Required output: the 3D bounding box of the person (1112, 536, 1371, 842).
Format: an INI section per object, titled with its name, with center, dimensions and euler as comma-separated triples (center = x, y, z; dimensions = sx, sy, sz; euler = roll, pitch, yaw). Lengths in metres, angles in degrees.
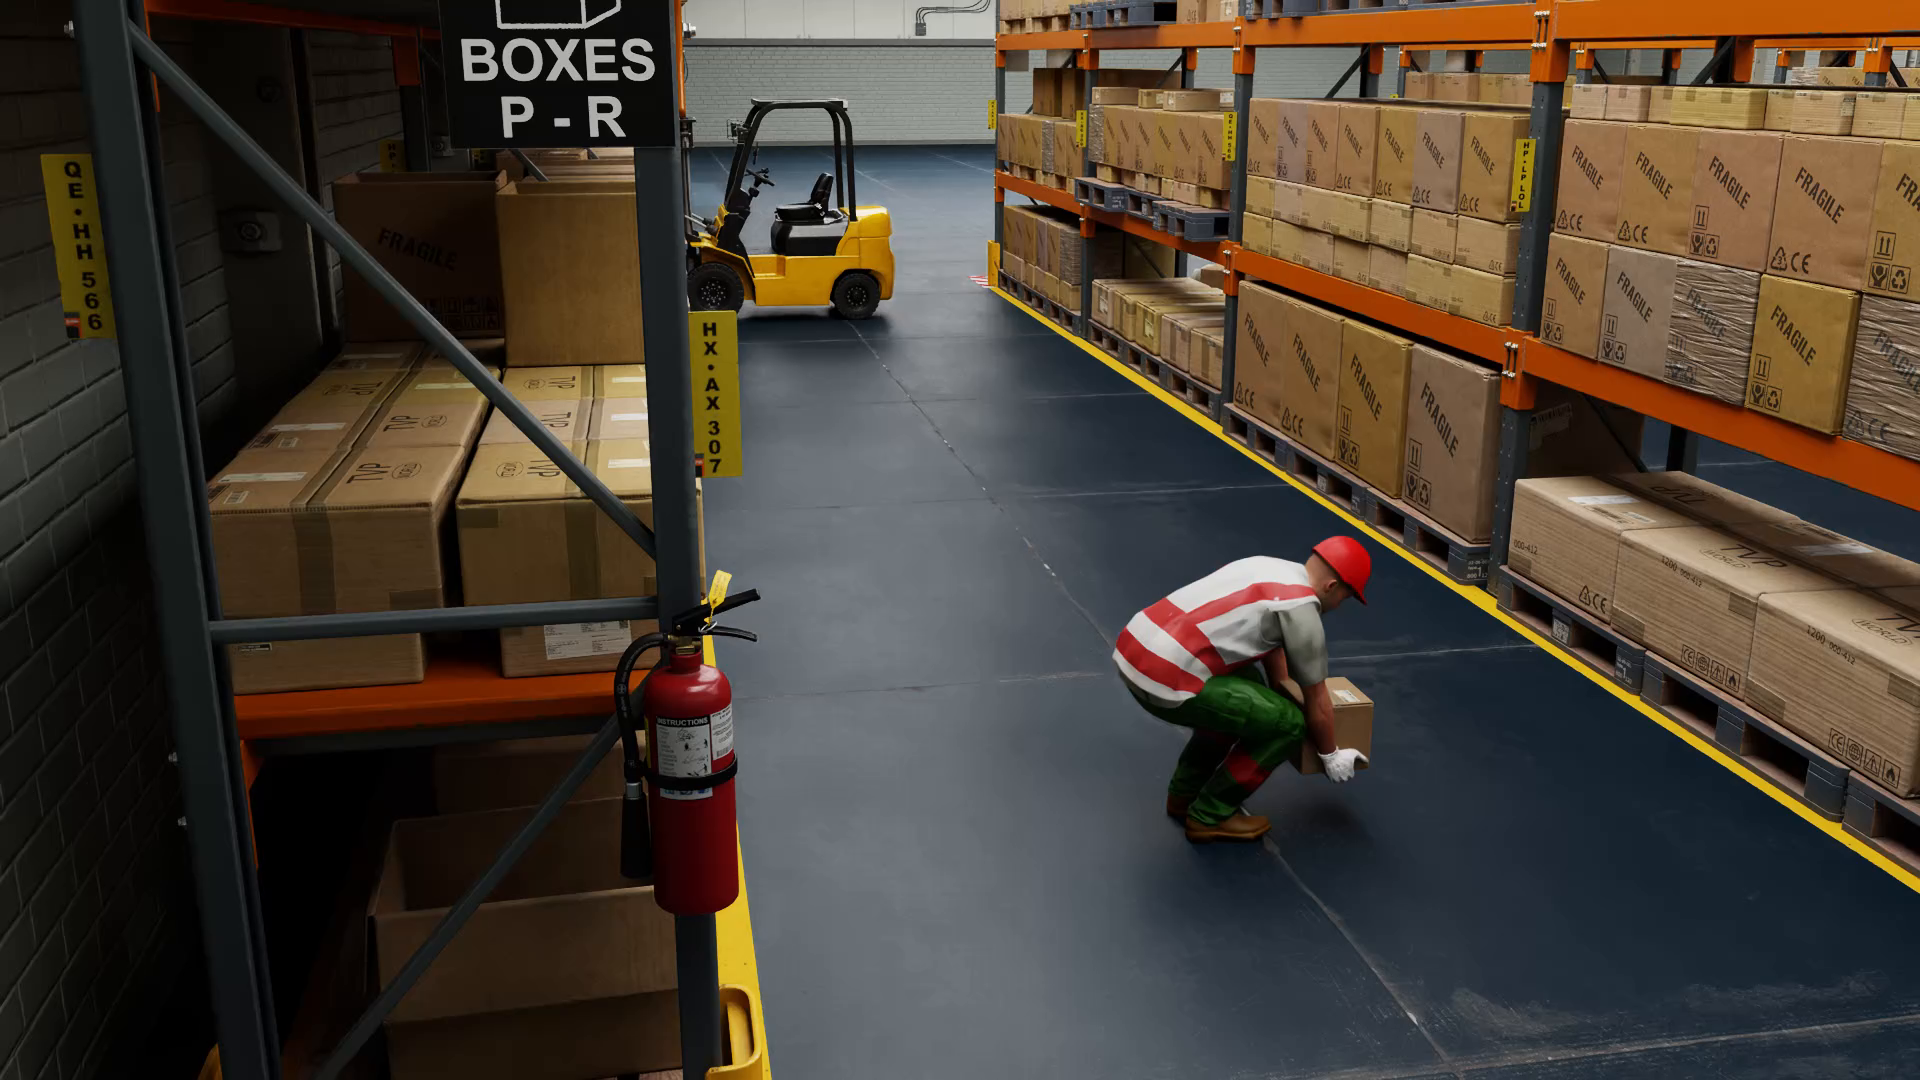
[person]
center = 0.972, 0.499, 5.699
dimensions = 0.907, 0.999, 0.531
euler = -4, 17, -12
